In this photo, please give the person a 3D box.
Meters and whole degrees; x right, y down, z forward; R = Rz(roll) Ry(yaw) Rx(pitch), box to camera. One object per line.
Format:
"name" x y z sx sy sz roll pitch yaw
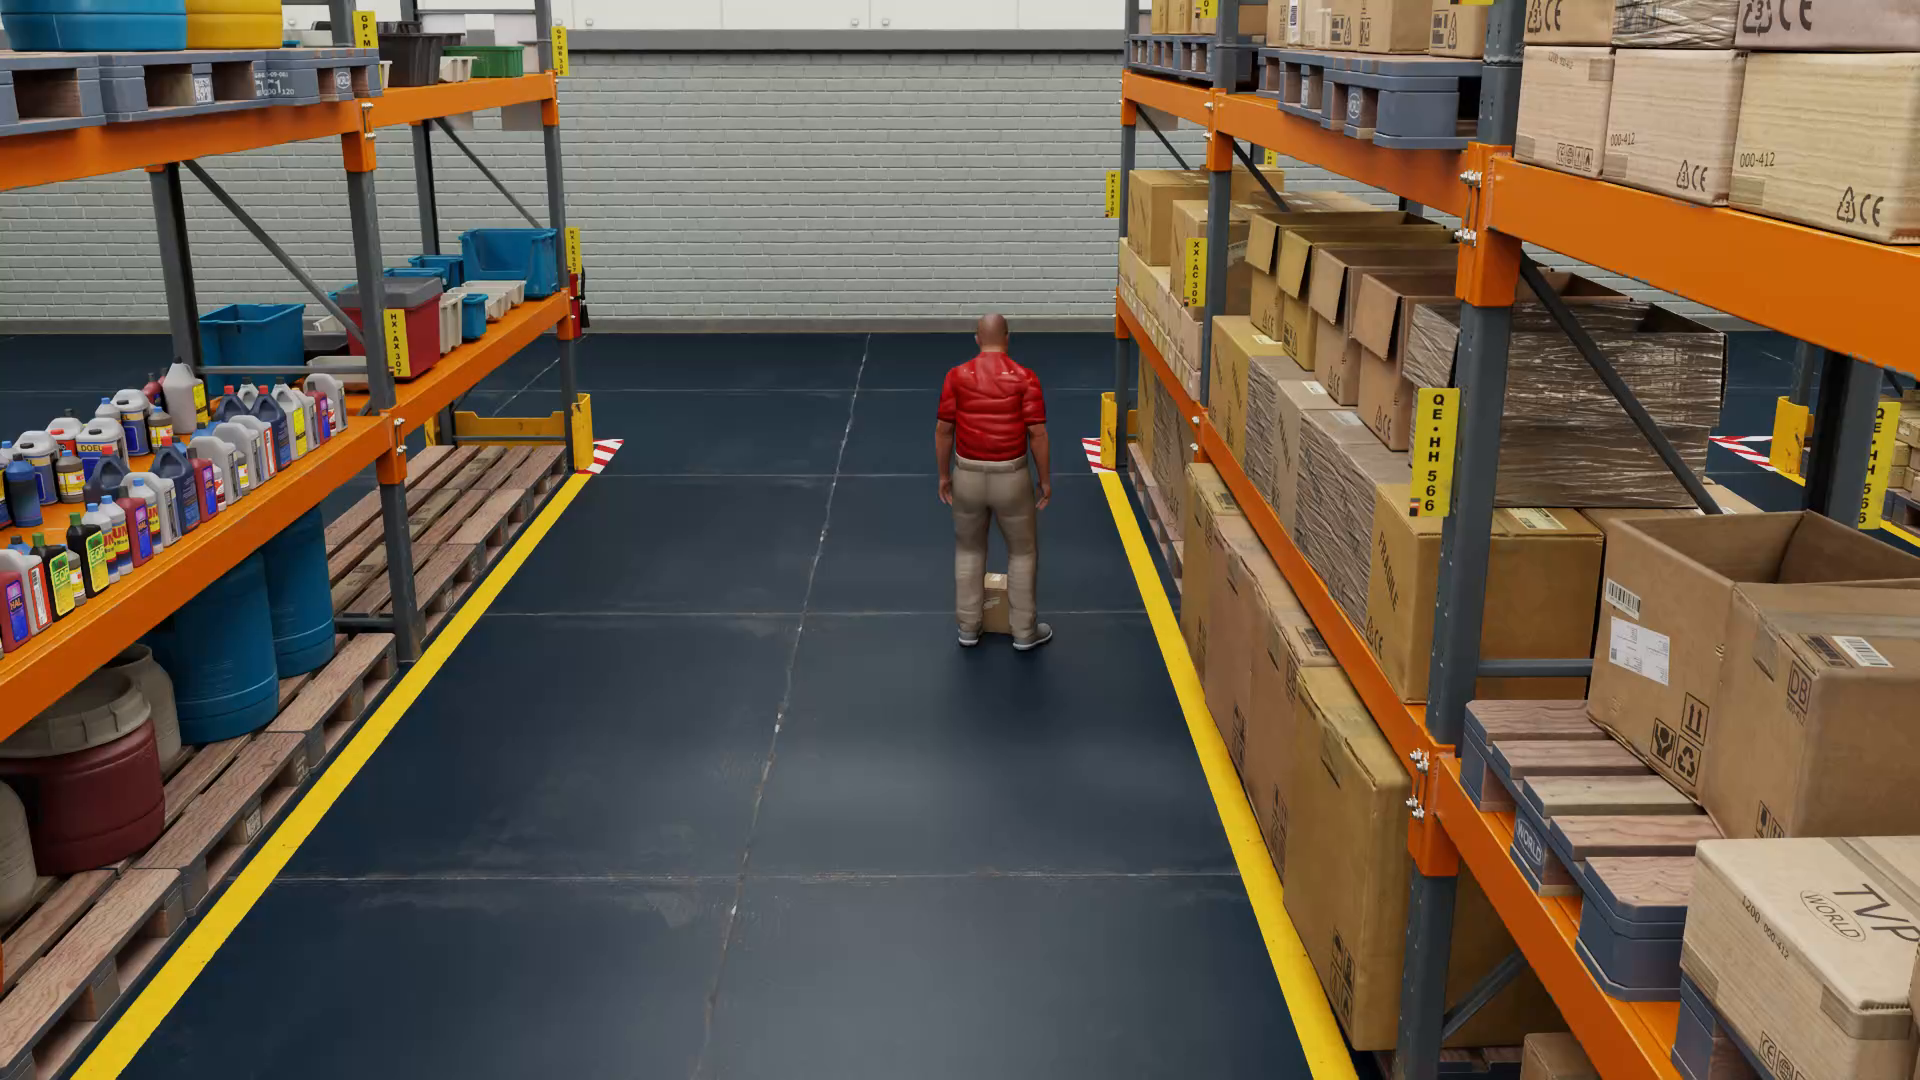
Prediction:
"person" 0.172 -0.293 8.527 0.594 1.727 0.388 4 17 13
